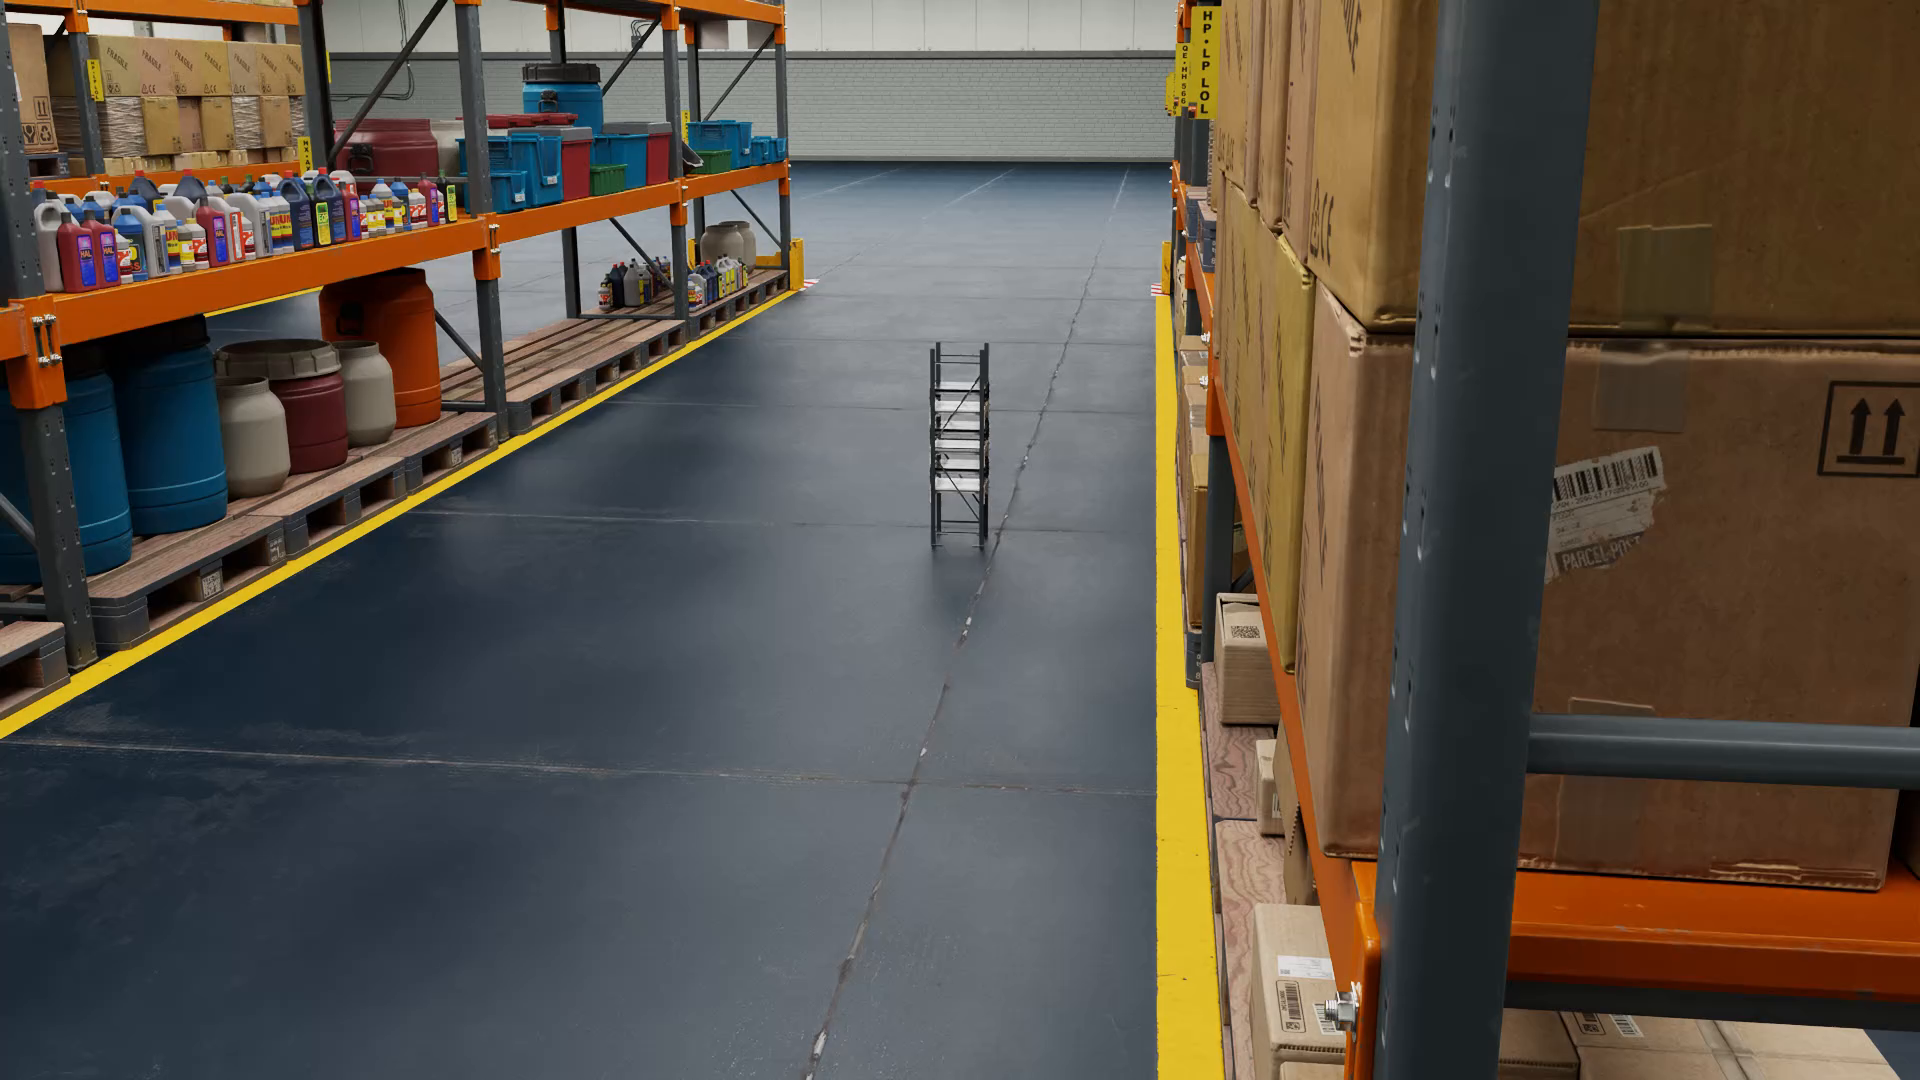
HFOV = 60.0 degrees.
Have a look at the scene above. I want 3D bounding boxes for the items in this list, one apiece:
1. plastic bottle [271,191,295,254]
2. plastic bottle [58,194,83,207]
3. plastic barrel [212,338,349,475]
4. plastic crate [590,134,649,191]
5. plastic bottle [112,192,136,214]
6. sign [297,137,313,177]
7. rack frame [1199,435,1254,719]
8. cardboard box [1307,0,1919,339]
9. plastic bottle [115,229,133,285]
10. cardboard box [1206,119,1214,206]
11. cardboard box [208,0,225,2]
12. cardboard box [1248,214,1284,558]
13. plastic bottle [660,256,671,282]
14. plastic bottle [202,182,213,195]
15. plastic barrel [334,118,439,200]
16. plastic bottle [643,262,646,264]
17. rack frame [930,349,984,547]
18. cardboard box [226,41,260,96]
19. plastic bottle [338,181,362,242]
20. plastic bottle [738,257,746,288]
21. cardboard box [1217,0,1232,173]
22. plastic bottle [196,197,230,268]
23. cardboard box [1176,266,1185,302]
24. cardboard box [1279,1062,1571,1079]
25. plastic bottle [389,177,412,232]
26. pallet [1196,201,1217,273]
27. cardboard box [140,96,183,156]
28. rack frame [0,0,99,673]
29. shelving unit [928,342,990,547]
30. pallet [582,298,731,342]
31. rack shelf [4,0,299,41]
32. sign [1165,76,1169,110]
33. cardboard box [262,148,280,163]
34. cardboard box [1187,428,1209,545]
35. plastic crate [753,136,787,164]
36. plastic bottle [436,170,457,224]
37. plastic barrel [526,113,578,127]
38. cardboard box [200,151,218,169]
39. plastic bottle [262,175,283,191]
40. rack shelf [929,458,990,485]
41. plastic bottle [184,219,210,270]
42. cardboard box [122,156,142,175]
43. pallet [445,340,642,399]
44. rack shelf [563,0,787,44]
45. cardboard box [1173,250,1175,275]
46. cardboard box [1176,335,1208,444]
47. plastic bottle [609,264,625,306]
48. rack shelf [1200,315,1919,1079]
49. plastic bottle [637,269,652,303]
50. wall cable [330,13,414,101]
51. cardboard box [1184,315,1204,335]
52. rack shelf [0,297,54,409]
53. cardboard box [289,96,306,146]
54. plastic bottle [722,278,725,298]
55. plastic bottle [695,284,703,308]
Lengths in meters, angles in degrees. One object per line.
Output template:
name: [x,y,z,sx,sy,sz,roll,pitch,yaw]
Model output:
plastic bottle: [-3.015,-1.408,7.370,0.097,0.271,0.097,0,15,0]
plastic bottle: [-3.791,-1.319,7.031,0.152,0.276,0.135,2,15,6]
plastic barrel: [-3.342,-0.662,8.181,0.600,0.588,0.708,2,15,6]
plastic crate: [-2.541,-2.779,12.222,0.392,0.384,0.575,2,15,6]
plastic bottle: [-3.639,-1.378,7.258,0.097,0.271,0.097,0,15,0]
sign: [-3.724,-2.137,9.507,0.100,0.325,0.005,2,15,6]
rack frame: [1.293,-0.860,5.095,1.000,3.000,0.127,2,15,6]
cardboard box: [0.619,-0.477,1.572,0.500,0.500,0.500,2,15,6]
plastic bottle: [-3.153,-1.058,6.210,0.097,0.201,0.097,0,15,0]
cardboard box: [1.493,-1.750,7.391,0.700,0.500,0.500,5,16,17]
cardboard box: [-7.169,-5.115,15.373,0.500,0.250,0.500,1,15,5]
cardboard box: [0.739,-0.259,2.681,0.500,0.500,0.500,2,15,7]
plastic bottle: [-2.788,-2.553,15.742,0.097,0.271,0.097,0,15,0]
plastic bottle: [-3.691,-1.610,8.117,0.097,0.271,0.097,0,15,0]
plastic barrel: [-3.425,-2.239,9.935,0.600,0.536,0.708,2,15,6]
plastic bottle: [-2.861,-2.386,15.123,0.097,0.271,0.097,0,15,0]
rack frame: [-0.012,-0.406,7.439,0.240,0.900,0.006,2,15,6]
cardboard box: [-7.121,-4.530,15.992,0.500,0.500,0.500,2,15,6]
plastic bottle: [-2.927,-1.574,7.960,0.061,0.283,0.133,2,15,6]
plastic bottle: [-2.041,-2.500,15.522,0.061,0.283,0.133,2,15,8]
cardboard box: [0.903,-1.143,4.035,0.500,0.500,0.500,1,15,5]
plastic bottle: [-3.063,-1.263,6.811,0.061,0.283,0.133,2,15,6]
cardboard box: [1.840,-1.851,12.151,0.500,0.311,0.500,2,15,6]
cardboard box: [0.658,1.024,2.076,0.500,0.500,0.500,2,15,6]
plastic bottle: [-2.878,-1.725,8.541,0.097,0.271,0.097,0,15,0]
pallet: [1.530,-1.300,7.091,1.003,0.211,1.213,2,15,6]
cardboard box: [-7.443,-3.663,14.700,0.875,0.500,0.500,2,15,6]
rack frame: [-3.628,-1.007,5.638,1.000,3.000,0.127,2,15,6]
shelving unit: [-0.001,-0.432,7.537,0.258,0.900,0.210,2,15,6]
pallet: [-2.608,-1.908,14.315,1.003,0.211,1.213,2,15,6]
rack shelf: [-7.421,-4.847,15.472,1.077,0.370,4.000,2,15,6]
sign: [2.097,-4.446,16.548,0.100,0.325,0.005,2,15,6]
cardboard box: [-7.072,-3.868,16.702,0.380,0.149,0.250,2,15,6]
cardboard box: [1.128,-0.130,6.342,0.500,0.500,0.500,2,15,6]
plastic crate: [-2.033,-3.909,16.655,0.499,0.251,0.616,2,15,6]
plastic bottle: [-2.798,-1.870,9.056,0.061,0.283,0.133,2,15,6]
plastic barrel: [-3.051,-2.905,12.400,0.433,0.535,0.433,0,15,0]
cardboard box: [-7.168,-3.542,15.498,0.380,0.149,0.250,2,15,6]
plastic bottle: [-3.599,-1.762,8.668,0.152,0.276,0.135,2,15,6]
rack shelf: [-0.001,-0.313,7.569,0.258,0.077,0.200,2,15,6]
plastic bottle: [-3.094,-1.194,6.713,0.097,0.201,0.097,0,15,0]
cardboard box: [-7.282,-3.218,14.296,0.380,0.149,0.250,2,15,6]
pallet: [-2.911,-1.213,11.745,1.003,0.211,1.213,2,15,6]
rack shelf: [-2.500,-4.701,14.932,1.077,0.370,4.000,2,15,6]
cardboard box: [2.366,-2.715,16.419,0.500,0.250,0.500,2,15,6]
cardboard box: [1.409,-0.793,8.795,0.500,0.500,0.500,2,15,9]
plastic bottle: [-2.939,-2.191,14.249,0.144,0.351,0.185,1,15,5]
rack shelf: [1.068,0.006,3.271,1.077,0.370,4.000,2,15,6]
plastic bottle: [-2.767,-2.207,14.451,0.152,0.276,0.135,2,15,6]
wall cable: [-17.917,-14.451,49.814,3.097,2.526,0.112,2,15,6]
cardboard box: [1.559,-1.186,9.692,0.500,0.311,0.500,2,15,8]
rack shelf: [-3.854,-0.141,3.814,1.077,0.370,4.000,2,15,6]
cardboard box: [-7.285,-4.315,17.111,0.875,0.500,0.500,2,15,6]
plastic bottle: [-2.145,-2.262,14.799,0.097,0.201,0.097,0,15,0]
plastic bottle: [-2.231,-2.066,14.073,0.097,0.201,0.097,0,15,0]
